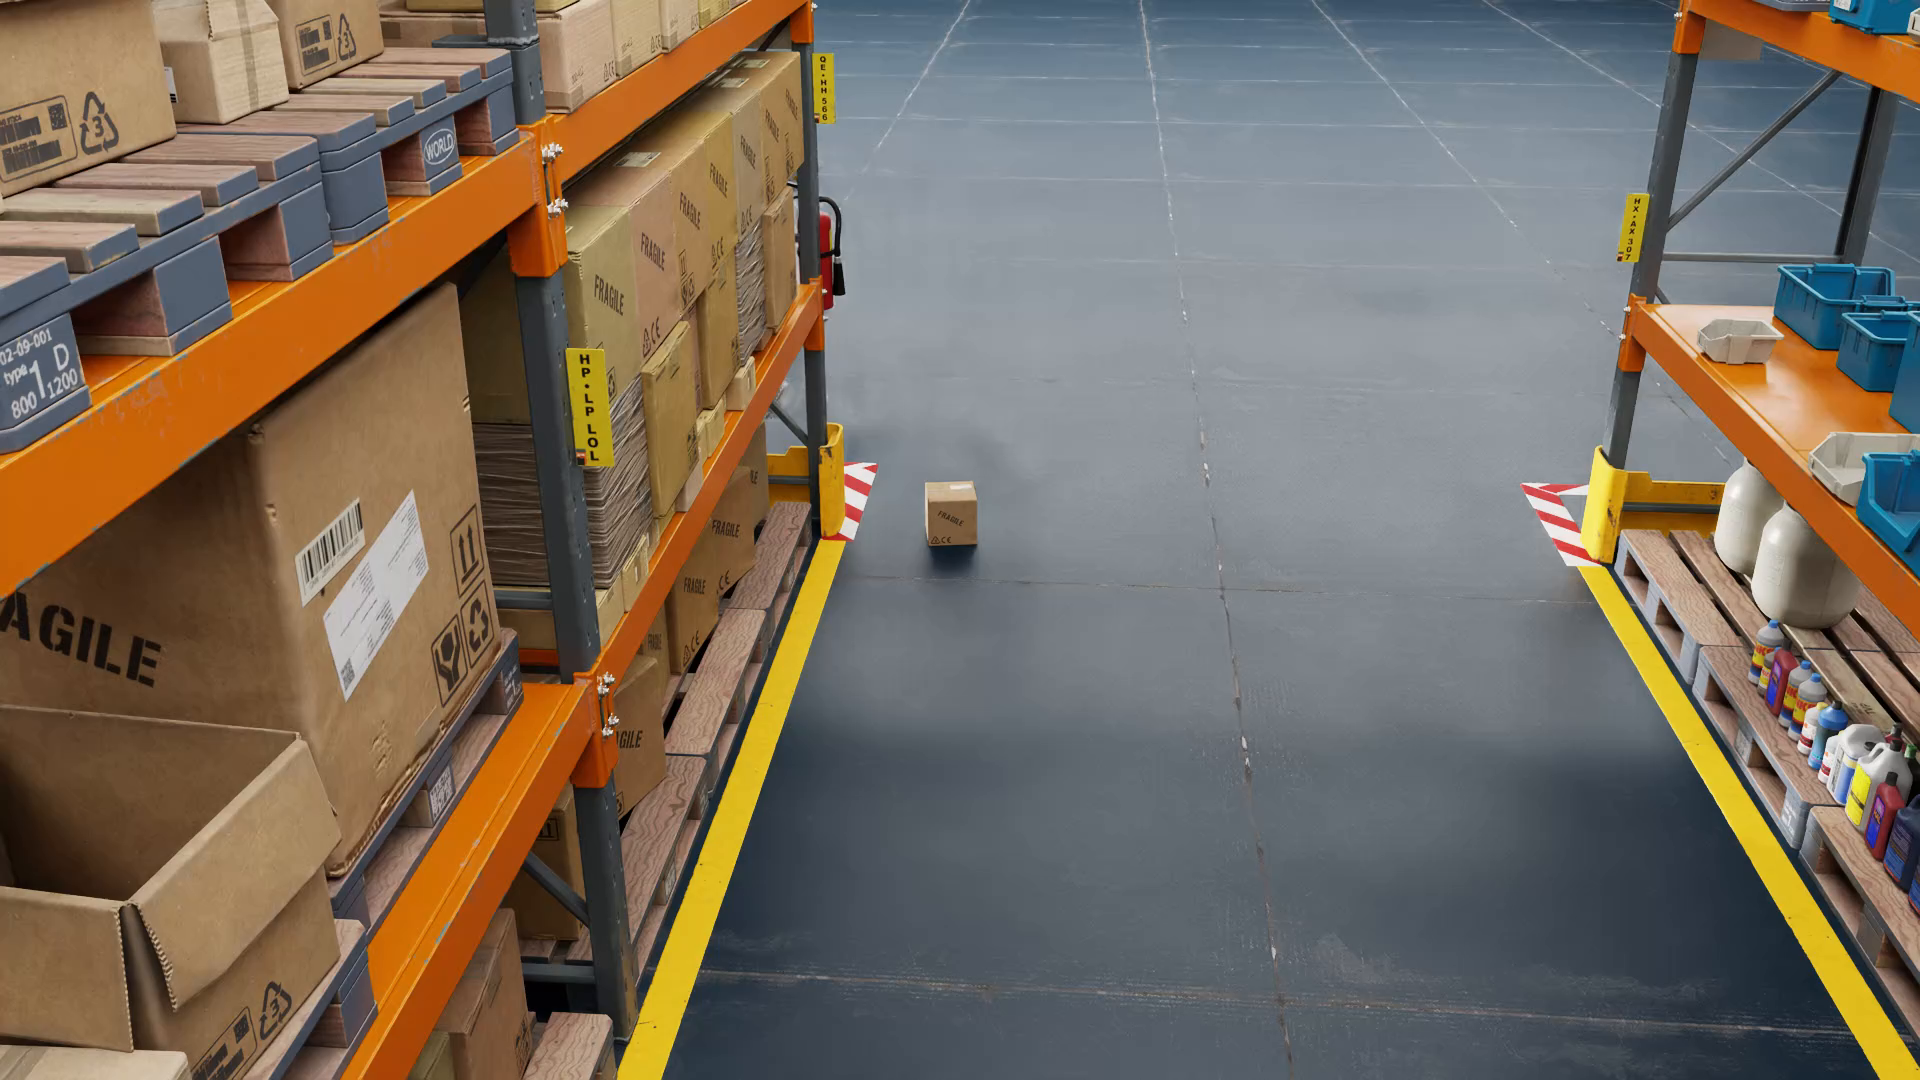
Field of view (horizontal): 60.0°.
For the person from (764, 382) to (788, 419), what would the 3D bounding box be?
[{"bbox_3d":[-1.307,-1.472,9.736,0.609,1.666,0.511,4,25,9],"label":"person"}]
